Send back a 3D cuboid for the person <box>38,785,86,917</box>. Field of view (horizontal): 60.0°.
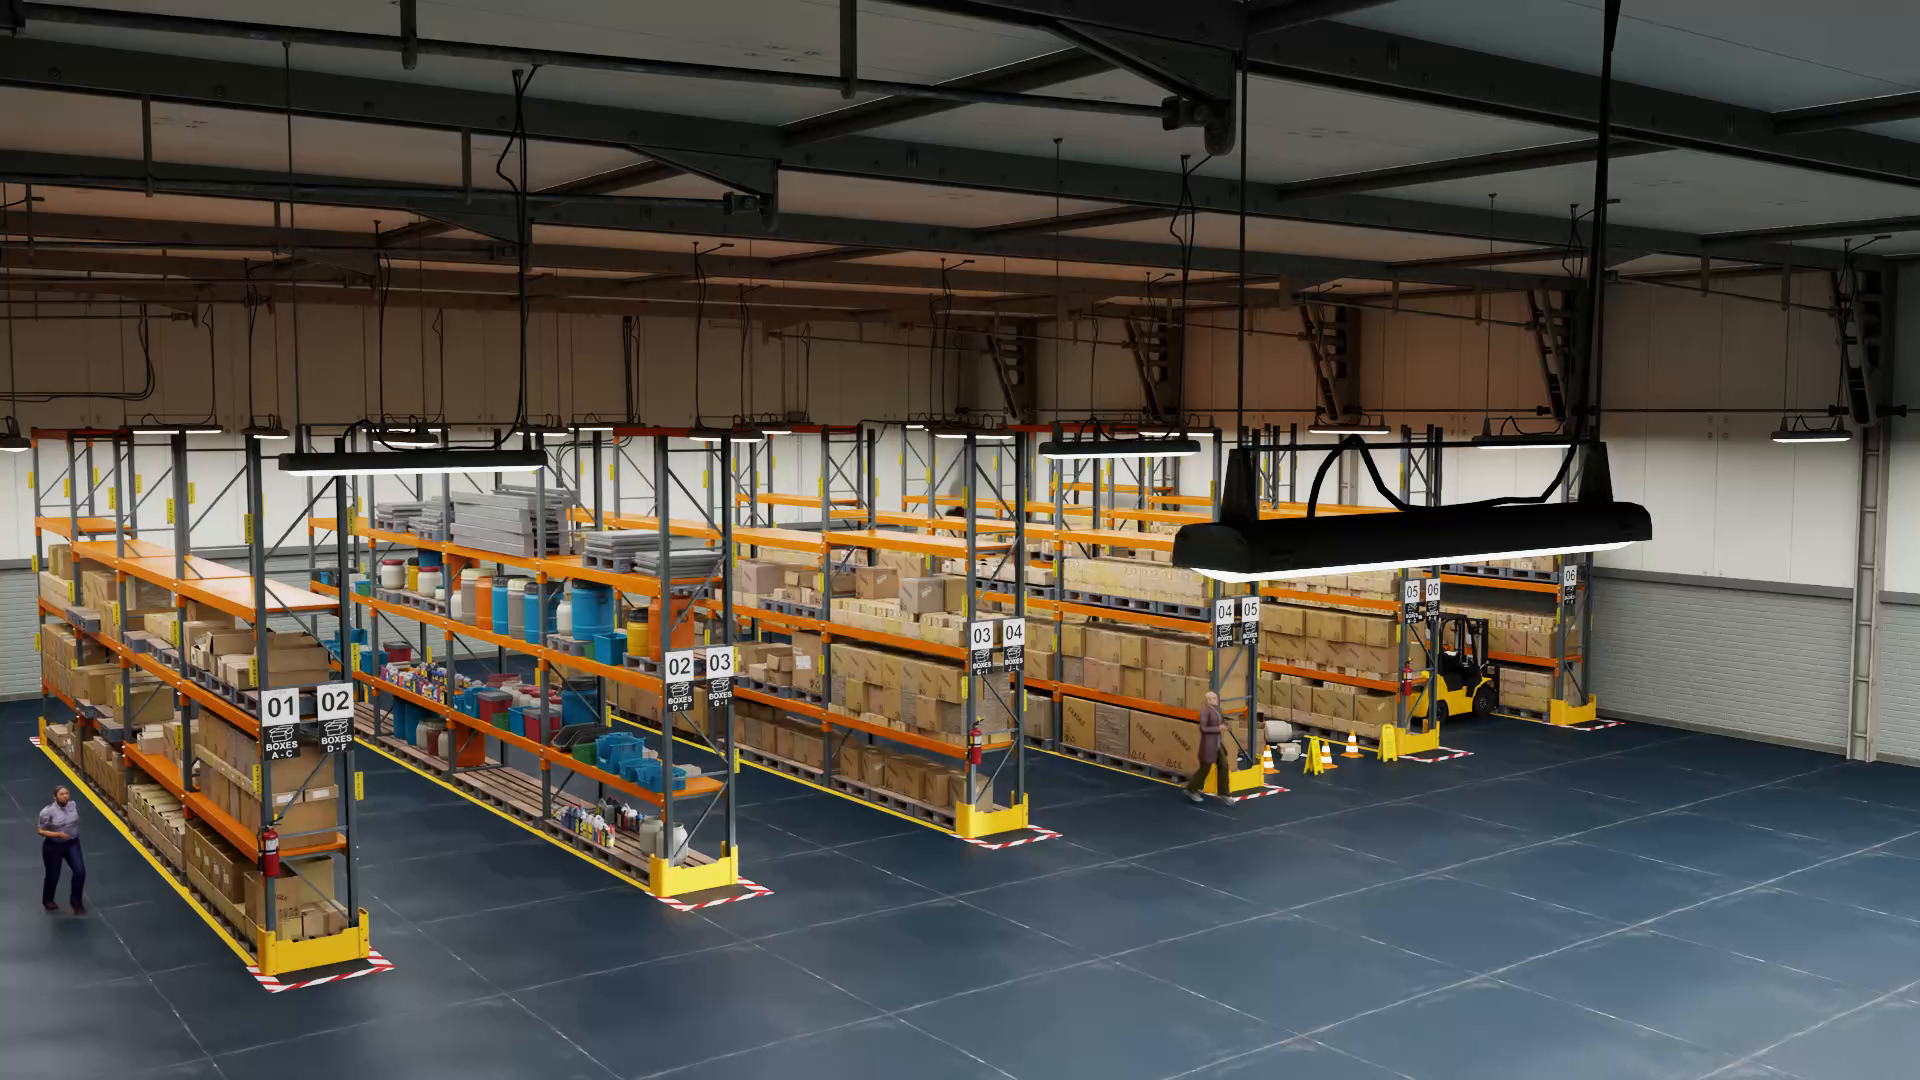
[{"bbox_3d":[-11.249,3.896,20.806,0.780,1.708,0.550,4,6,41],"label":"person"}]

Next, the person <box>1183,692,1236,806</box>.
[{"bbox_3d":[3.997,3.447,26.644,0.832,1.664,0.702,3,5,33],"label":"person"}]
